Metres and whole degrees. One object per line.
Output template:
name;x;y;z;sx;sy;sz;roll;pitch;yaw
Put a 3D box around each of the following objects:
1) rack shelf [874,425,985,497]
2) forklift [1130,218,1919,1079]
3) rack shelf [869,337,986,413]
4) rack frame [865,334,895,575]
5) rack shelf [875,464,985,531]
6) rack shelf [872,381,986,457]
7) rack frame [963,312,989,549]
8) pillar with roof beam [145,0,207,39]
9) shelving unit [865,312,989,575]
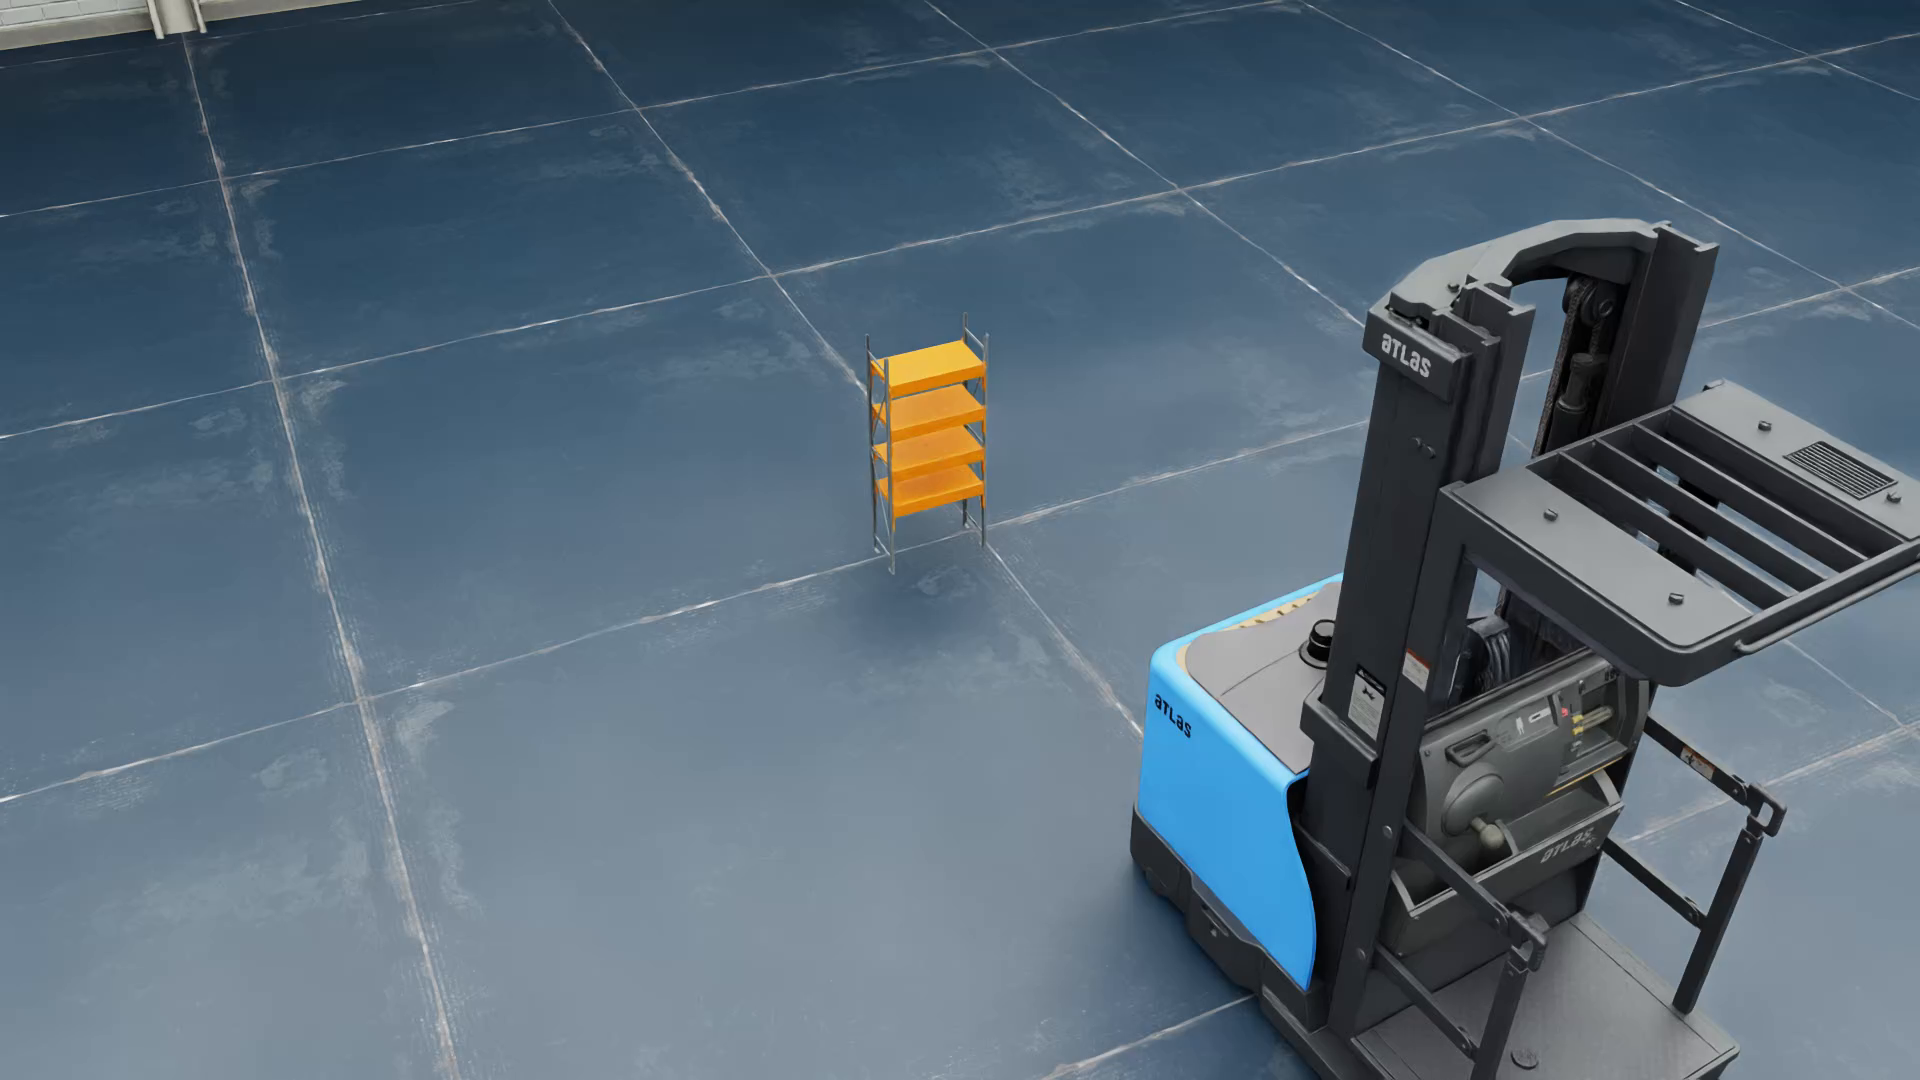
rack shelf;-0.150;-0.386;7.876;0.480;0.148;0.258;-16;39;-20
forklift;1.845;0.685;4.866;1.130;2.935;3.031;-19;41;-24
rack shelf;-0.150;-0.756;7.602;0.480;0.148;0.258;-16;39;-20
rack frame;-0.371;-0.378;7.753;0.015;1.200;0.240;-16;39;-20
rack shelf;-0.150;-0.226;7.994;0.480;0.148;0.258;-16;39;-20
rack shelf;-0.150;-0.566;7.743;0.480;0.148;0.258;-16;39;-20
rack frame;0.071;-0.502;7.919;0.015;1.200;0.240;-16;39;-20
pillar with roof beam;-4.764;-5.609;8.258;0.400;9.000;9.100;-16;39;-20
shelving unit;-0.150;-0.440;7.836;0.503;1.200;0.258;-16;39;-20
